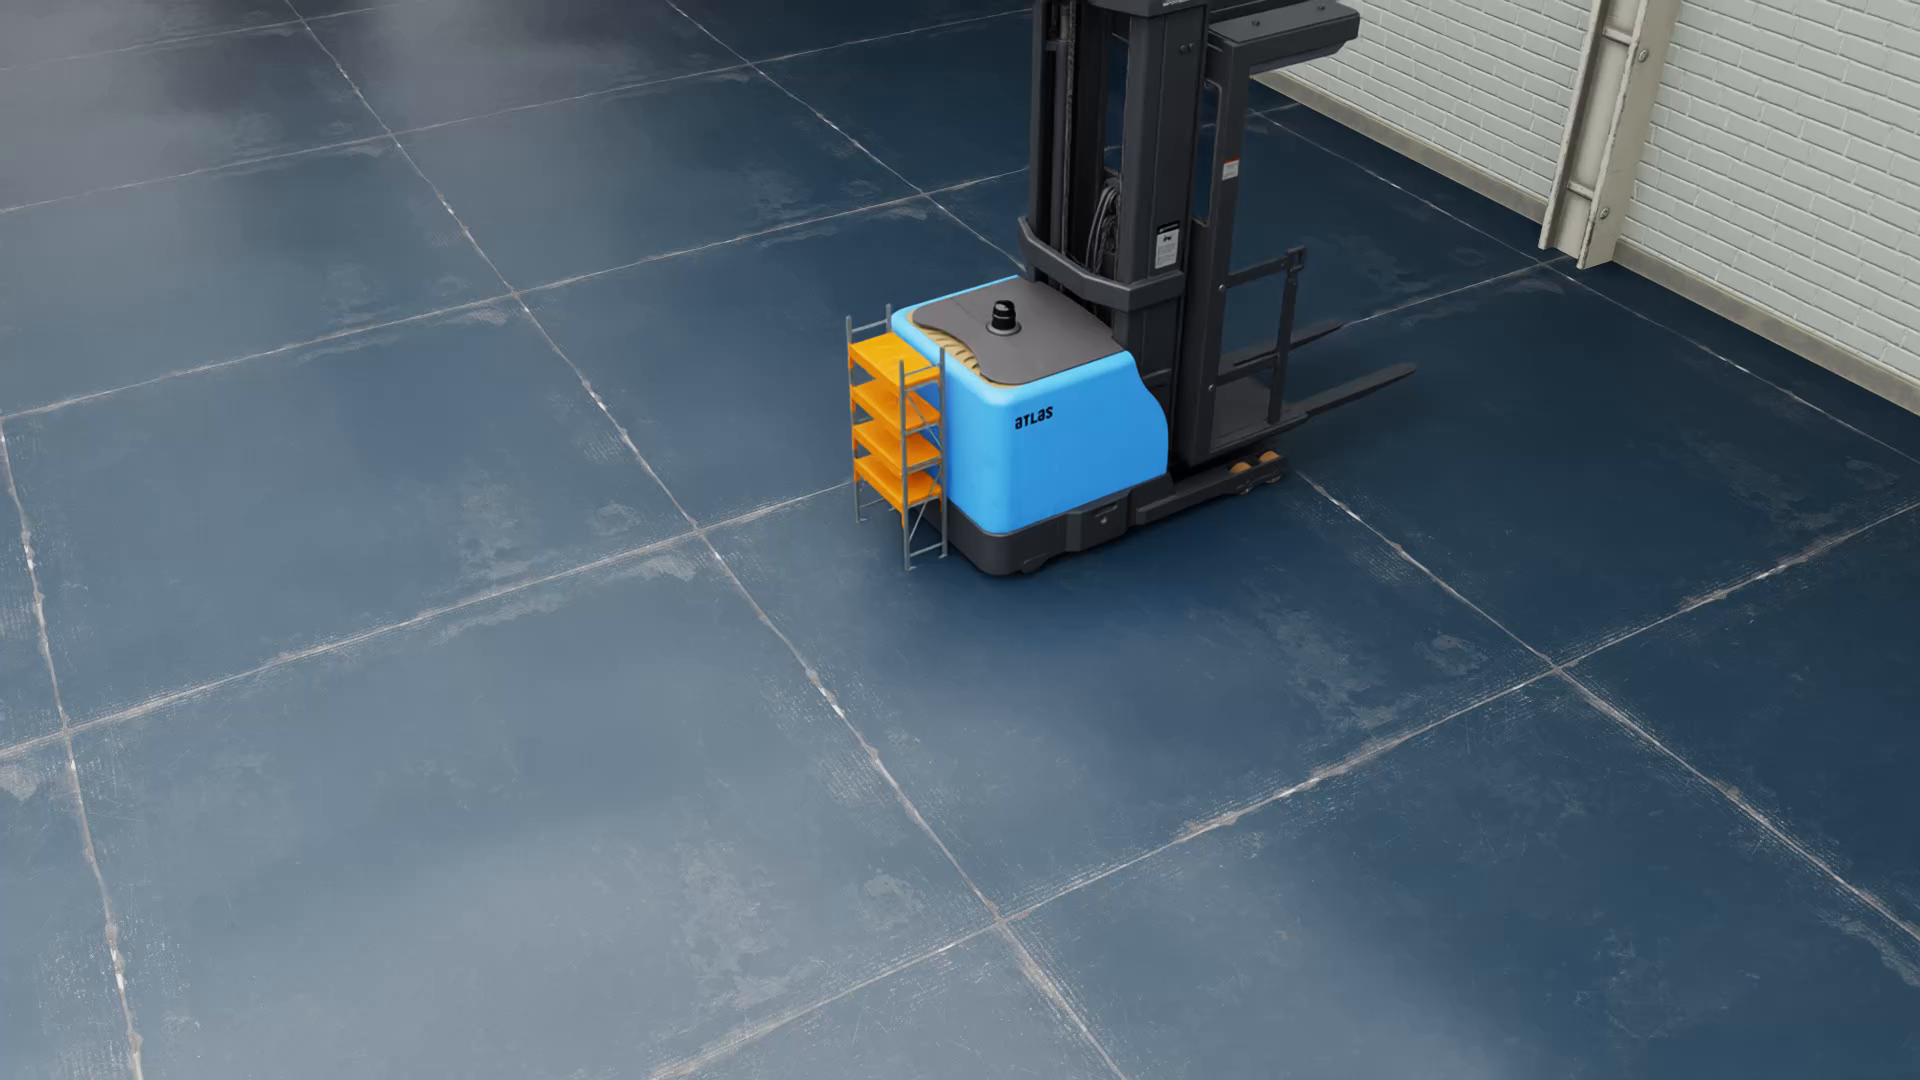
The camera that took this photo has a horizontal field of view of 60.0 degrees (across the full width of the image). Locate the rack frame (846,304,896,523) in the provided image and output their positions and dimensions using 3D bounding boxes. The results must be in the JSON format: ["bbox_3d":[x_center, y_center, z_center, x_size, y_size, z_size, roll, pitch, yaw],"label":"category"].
[{"bbox_3d":[-0.435,-0.611,8.295,0.240,1.200,0.015,-21,41,-26],"label":"rack frame"}]

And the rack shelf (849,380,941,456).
[{"bbox_3d":[-0.304,-0.616,8.037,0.258,0.148,0.480,-21,41,-26],"label":"rack shelf"}]

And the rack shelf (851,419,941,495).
[{"bbox_3d":[-0.303,-0.435,8.169,0.258,0.148,0.480,-21,41,-26],"label":"rack shelf"}]

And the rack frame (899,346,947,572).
[{"bbox_3d":[-0.172,-0.368,7.963,0.240,1.200,0.015,-21,41,-26],"label":"rack frame"}]

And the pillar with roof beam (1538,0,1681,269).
[{"bbox_3d":[0.392,-4.278,6.705,9.100,9.000,0.400,-19,40,-24],"label":"pillar with roof beam"}]

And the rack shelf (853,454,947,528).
[{"bbox_3d":[-0.302,-0.275,8.287,0.258,0.148,0.480,-21,41,-26],"label":"rack shelf"}]

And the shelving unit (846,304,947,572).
[{"bbox_3d":[-0.303,-0.490,8.129,0.258,1.200,0.503,-21,41,-26],"label":"shelving unit"}]

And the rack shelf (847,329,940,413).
[{"bbox_3d":[-0.305,-0.806,7.897,0.258,0.148,0.480,-21,41,-26],"label":"rack shelf"}]

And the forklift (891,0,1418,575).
[{"bbox_3d":[1.150,-1.669,8.278,3.031,2.935,1.130,-21,41,-26],"label":"forklift"}]
